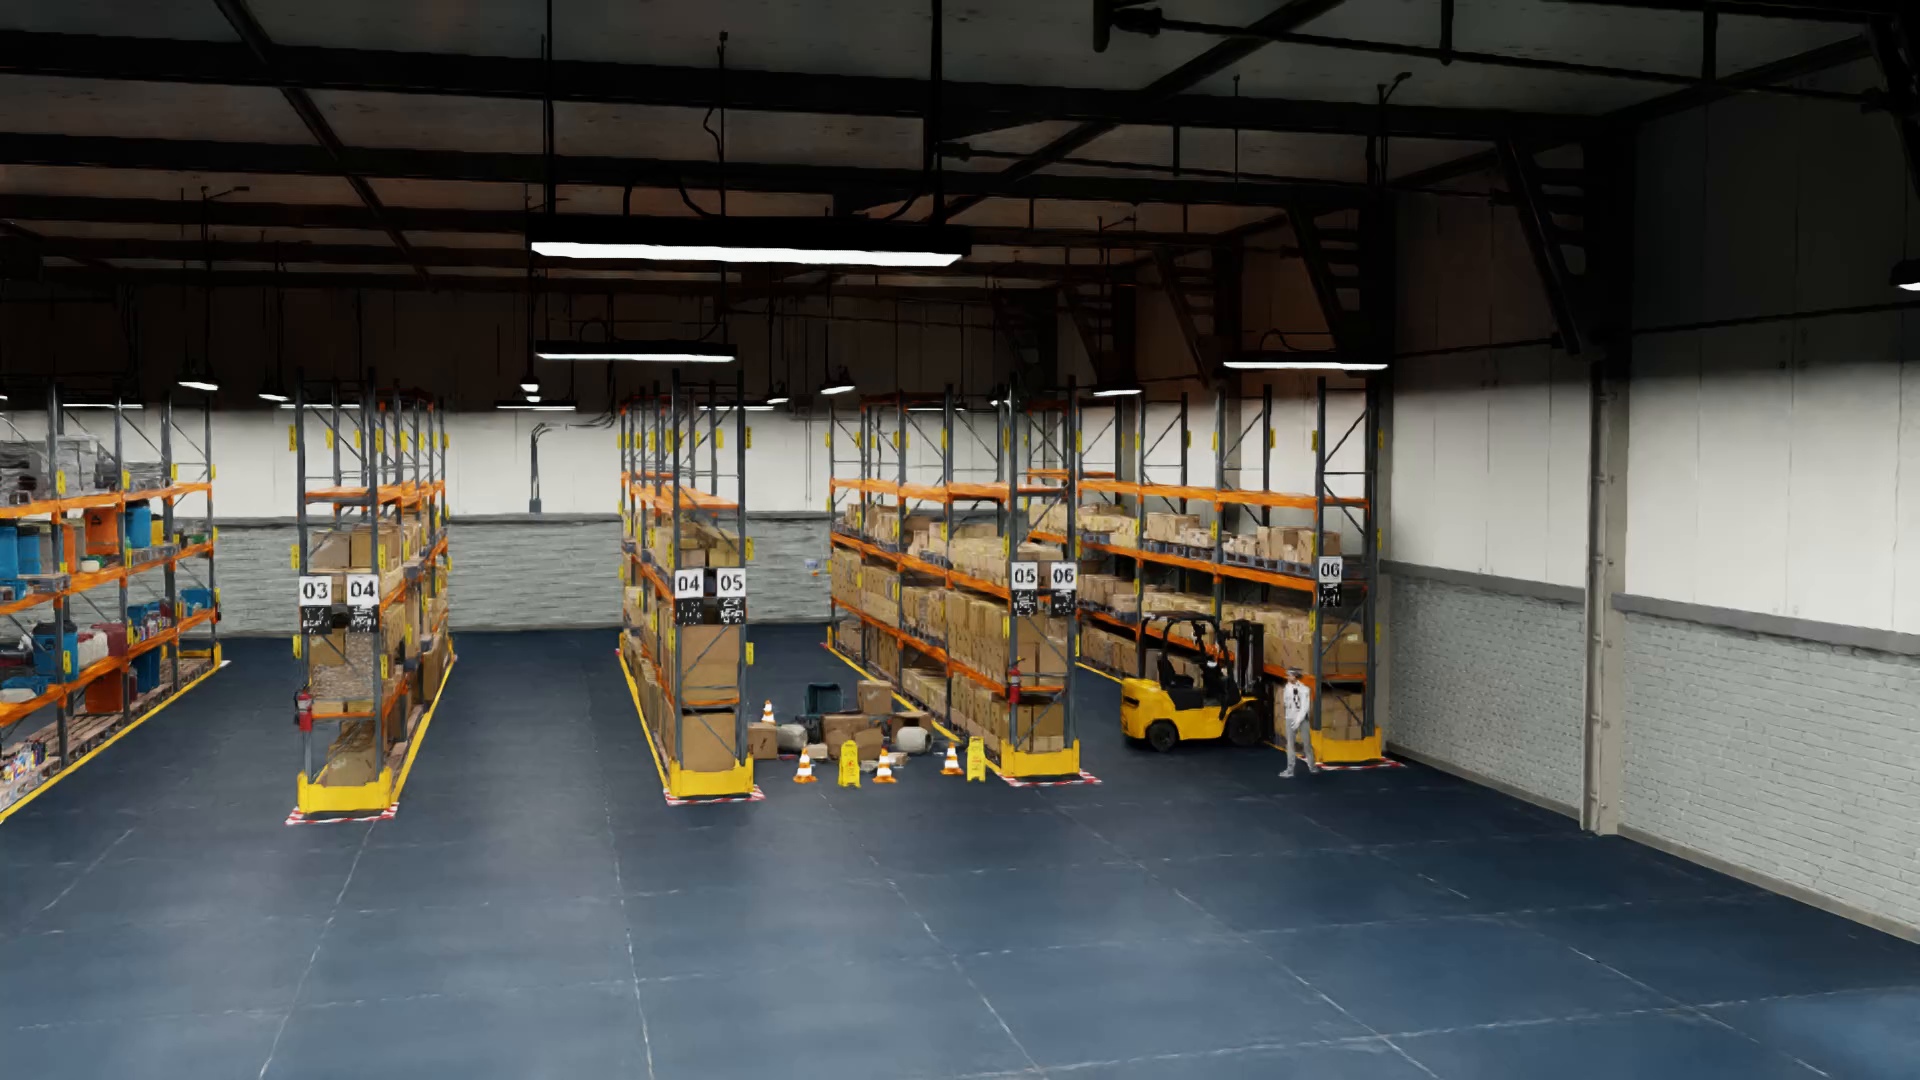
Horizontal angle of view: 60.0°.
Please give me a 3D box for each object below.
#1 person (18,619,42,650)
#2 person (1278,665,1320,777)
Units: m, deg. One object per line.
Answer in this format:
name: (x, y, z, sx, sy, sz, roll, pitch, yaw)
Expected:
person: (-17.604, 2.303, 31.703, 0.639, 1.632, 0.512, -1, 4, -16)
person: (5.059, 2.692, 24.841, 0.678, 1.658, 0.496, -3, 5, -42)
